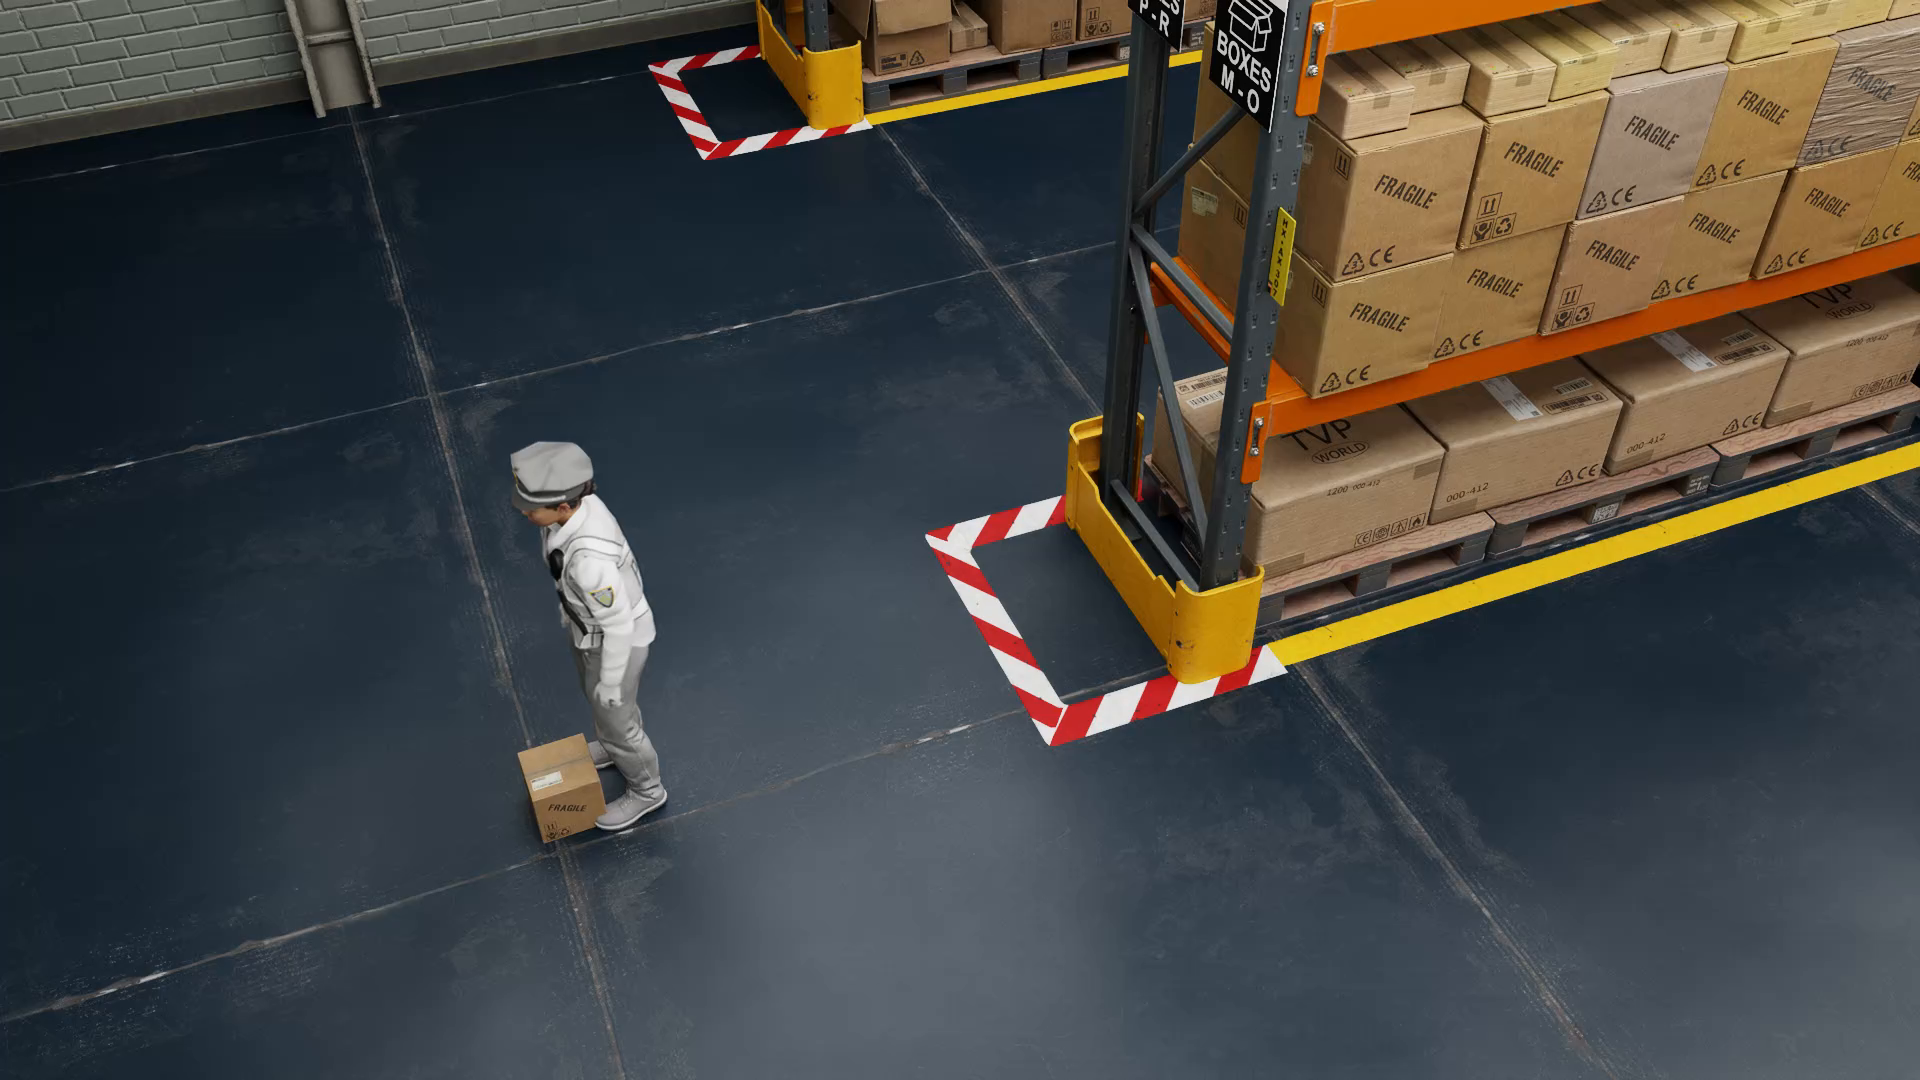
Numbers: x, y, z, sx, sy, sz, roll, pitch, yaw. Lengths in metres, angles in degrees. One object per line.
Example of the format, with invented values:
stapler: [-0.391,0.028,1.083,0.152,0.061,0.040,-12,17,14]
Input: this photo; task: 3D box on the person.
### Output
person: [-1.254,0.336,5.781,0.369,1.667,0.546,-17,45,-18]
